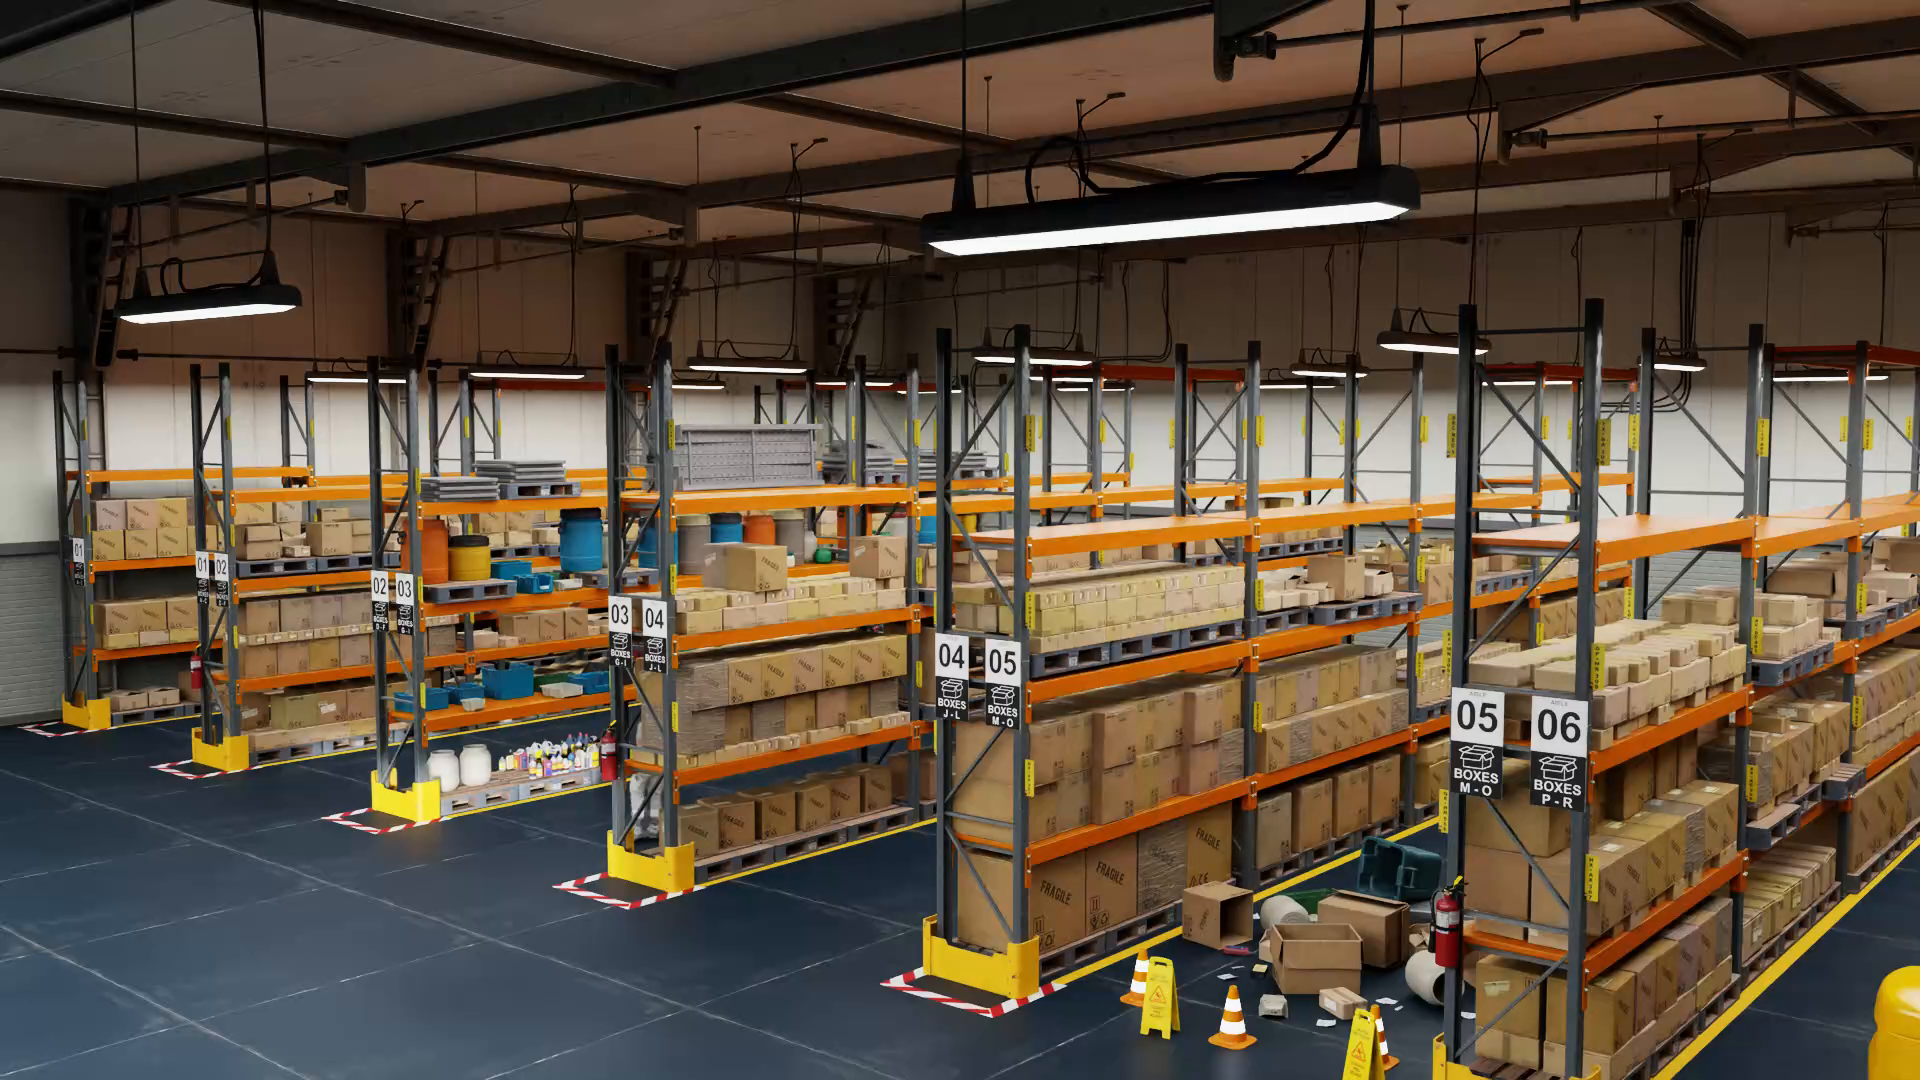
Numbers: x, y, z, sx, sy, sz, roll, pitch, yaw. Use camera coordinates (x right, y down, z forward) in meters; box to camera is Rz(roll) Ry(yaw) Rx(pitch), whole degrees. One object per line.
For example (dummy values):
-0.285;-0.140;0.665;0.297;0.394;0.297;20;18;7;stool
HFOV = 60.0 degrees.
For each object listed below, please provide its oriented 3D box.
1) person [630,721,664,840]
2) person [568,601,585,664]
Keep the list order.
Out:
-3.849;2.798;20.501;0.374;1.824;0.640;4;6;43;person
-7.508;1.940;32.299;0.557;1.764;0.559;-2;4;-21;person
